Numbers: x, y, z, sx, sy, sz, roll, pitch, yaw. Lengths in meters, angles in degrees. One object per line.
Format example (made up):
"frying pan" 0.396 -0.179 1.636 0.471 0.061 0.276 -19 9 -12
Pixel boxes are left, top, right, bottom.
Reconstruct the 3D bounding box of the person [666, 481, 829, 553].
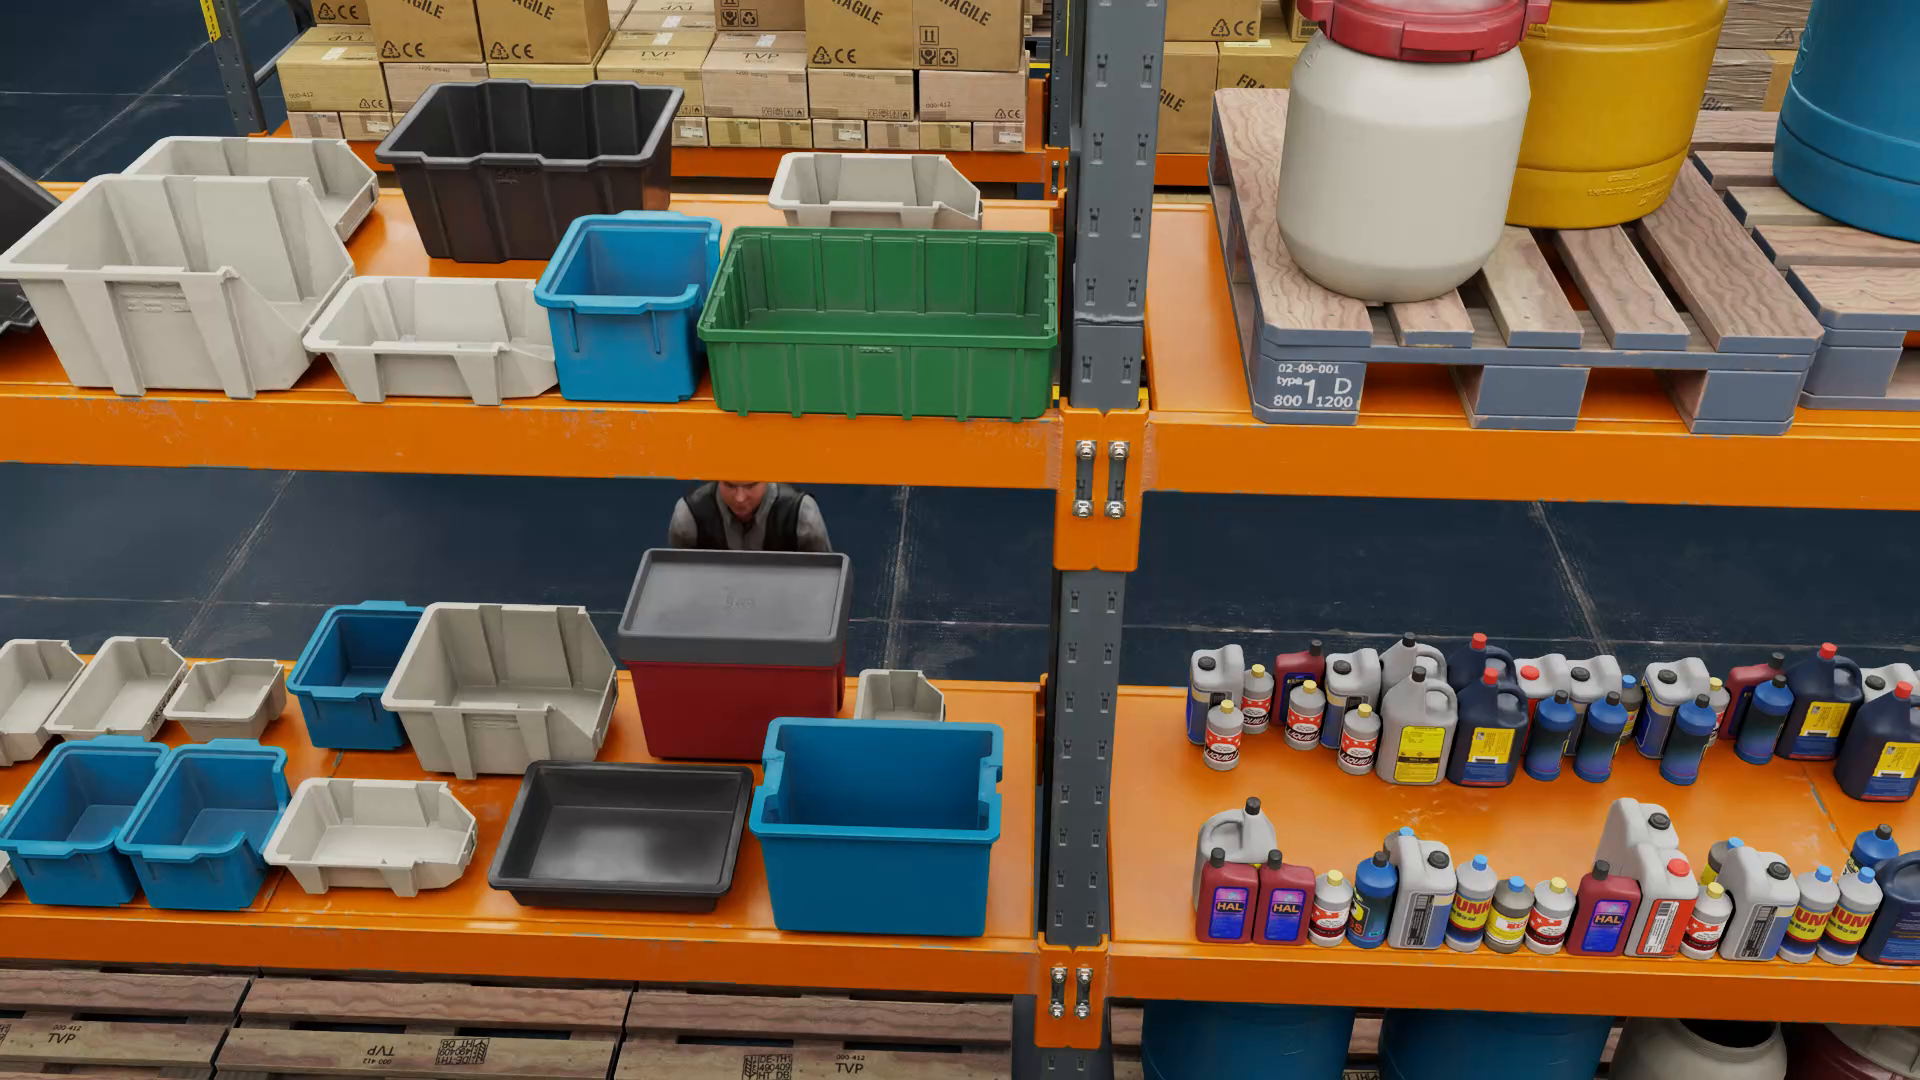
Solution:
"person" -0.701 0.338 5.692 0.580 1.721 0.415 1 35 2
